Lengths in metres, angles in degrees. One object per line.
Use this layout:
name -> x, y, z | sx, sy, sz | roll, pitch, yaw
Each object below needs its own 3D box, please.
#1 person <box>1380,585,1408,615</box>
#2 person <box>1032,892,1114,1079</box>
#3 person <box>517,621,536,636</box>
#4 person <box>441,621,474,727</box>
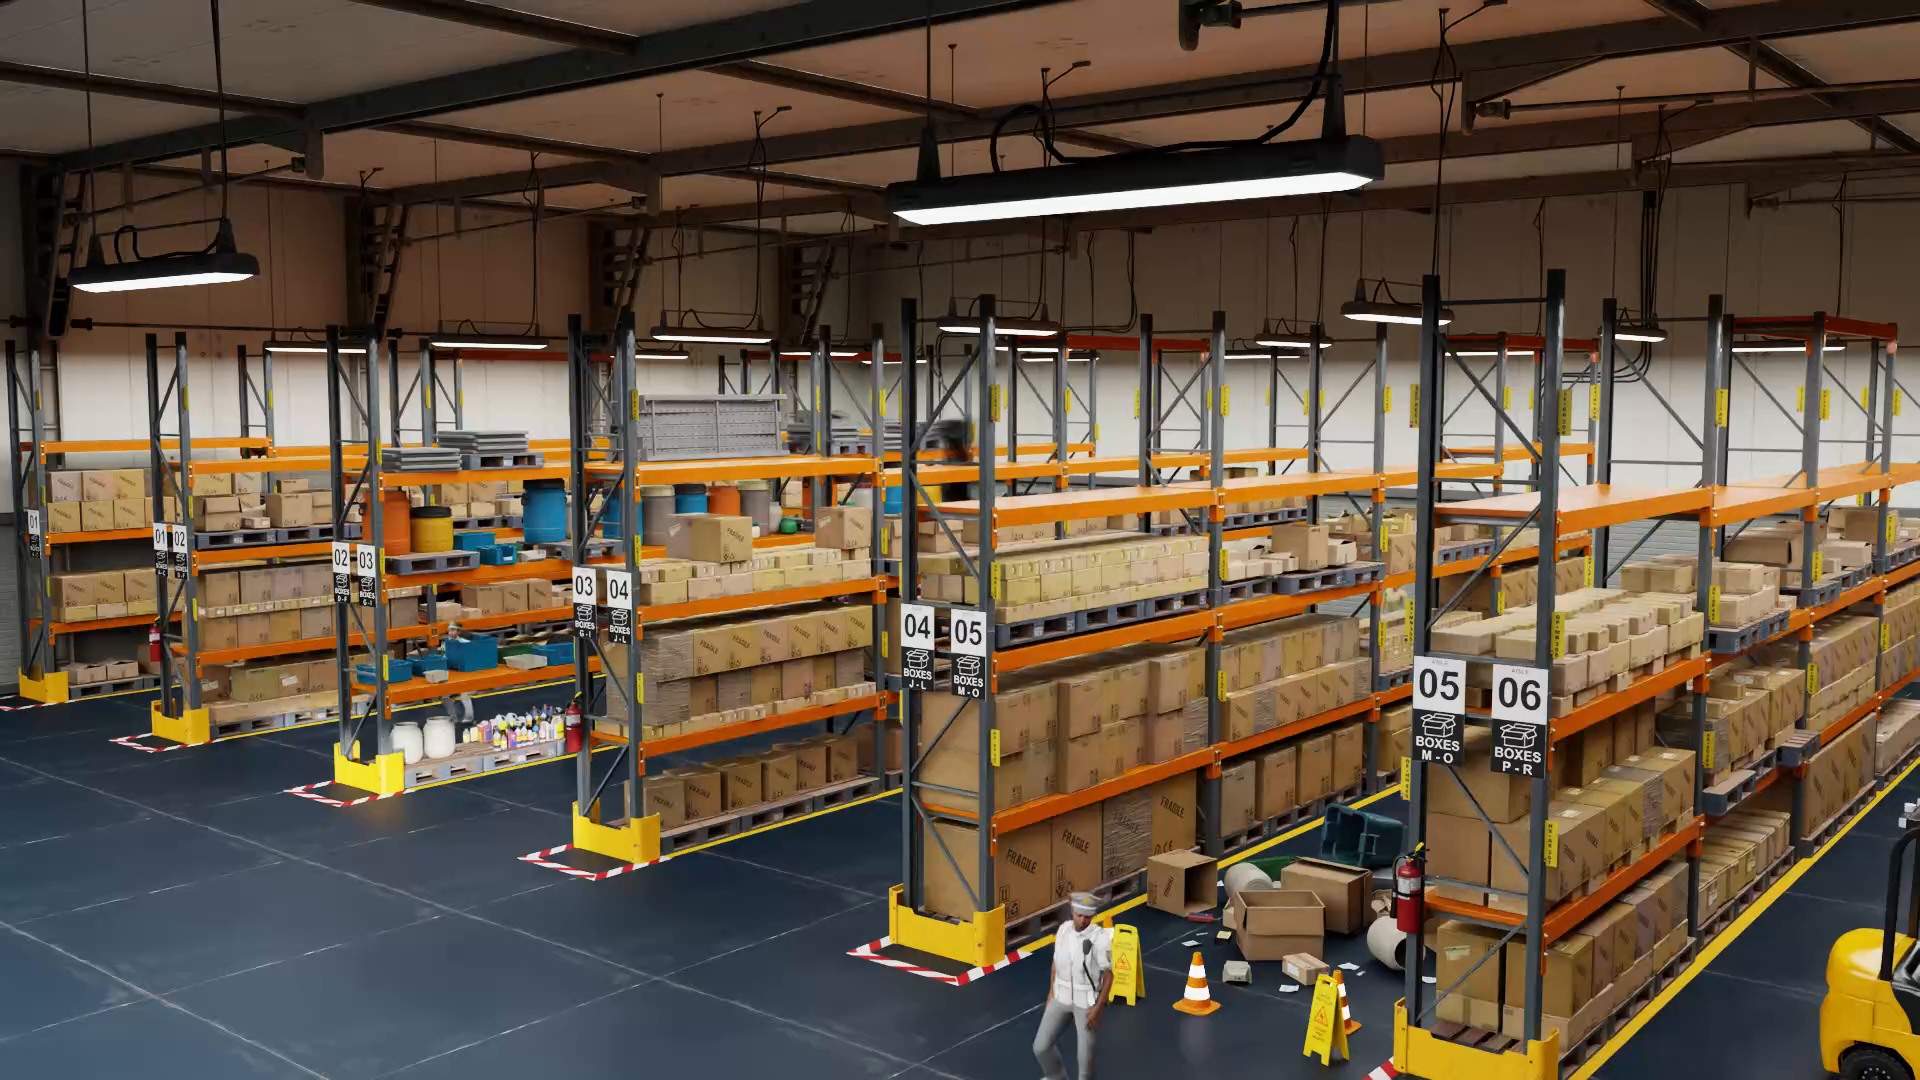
person -> 8.472, 1.486, 32.138 | 0.630, 1.585, 0.757 | 4, 7, 38
person -> 0.762, 3.289, 11.809 | 0.707, 1.650, 0.586 | 3, 6, 26
person -> -8.529, 1.508, 32.554 | 0.525, 1.477, 0.707 | 2, 6, 24
person -> -7.698, 2.059, 25.441 | 0.559, 1.702, 0.796 | 1, 5, 10
